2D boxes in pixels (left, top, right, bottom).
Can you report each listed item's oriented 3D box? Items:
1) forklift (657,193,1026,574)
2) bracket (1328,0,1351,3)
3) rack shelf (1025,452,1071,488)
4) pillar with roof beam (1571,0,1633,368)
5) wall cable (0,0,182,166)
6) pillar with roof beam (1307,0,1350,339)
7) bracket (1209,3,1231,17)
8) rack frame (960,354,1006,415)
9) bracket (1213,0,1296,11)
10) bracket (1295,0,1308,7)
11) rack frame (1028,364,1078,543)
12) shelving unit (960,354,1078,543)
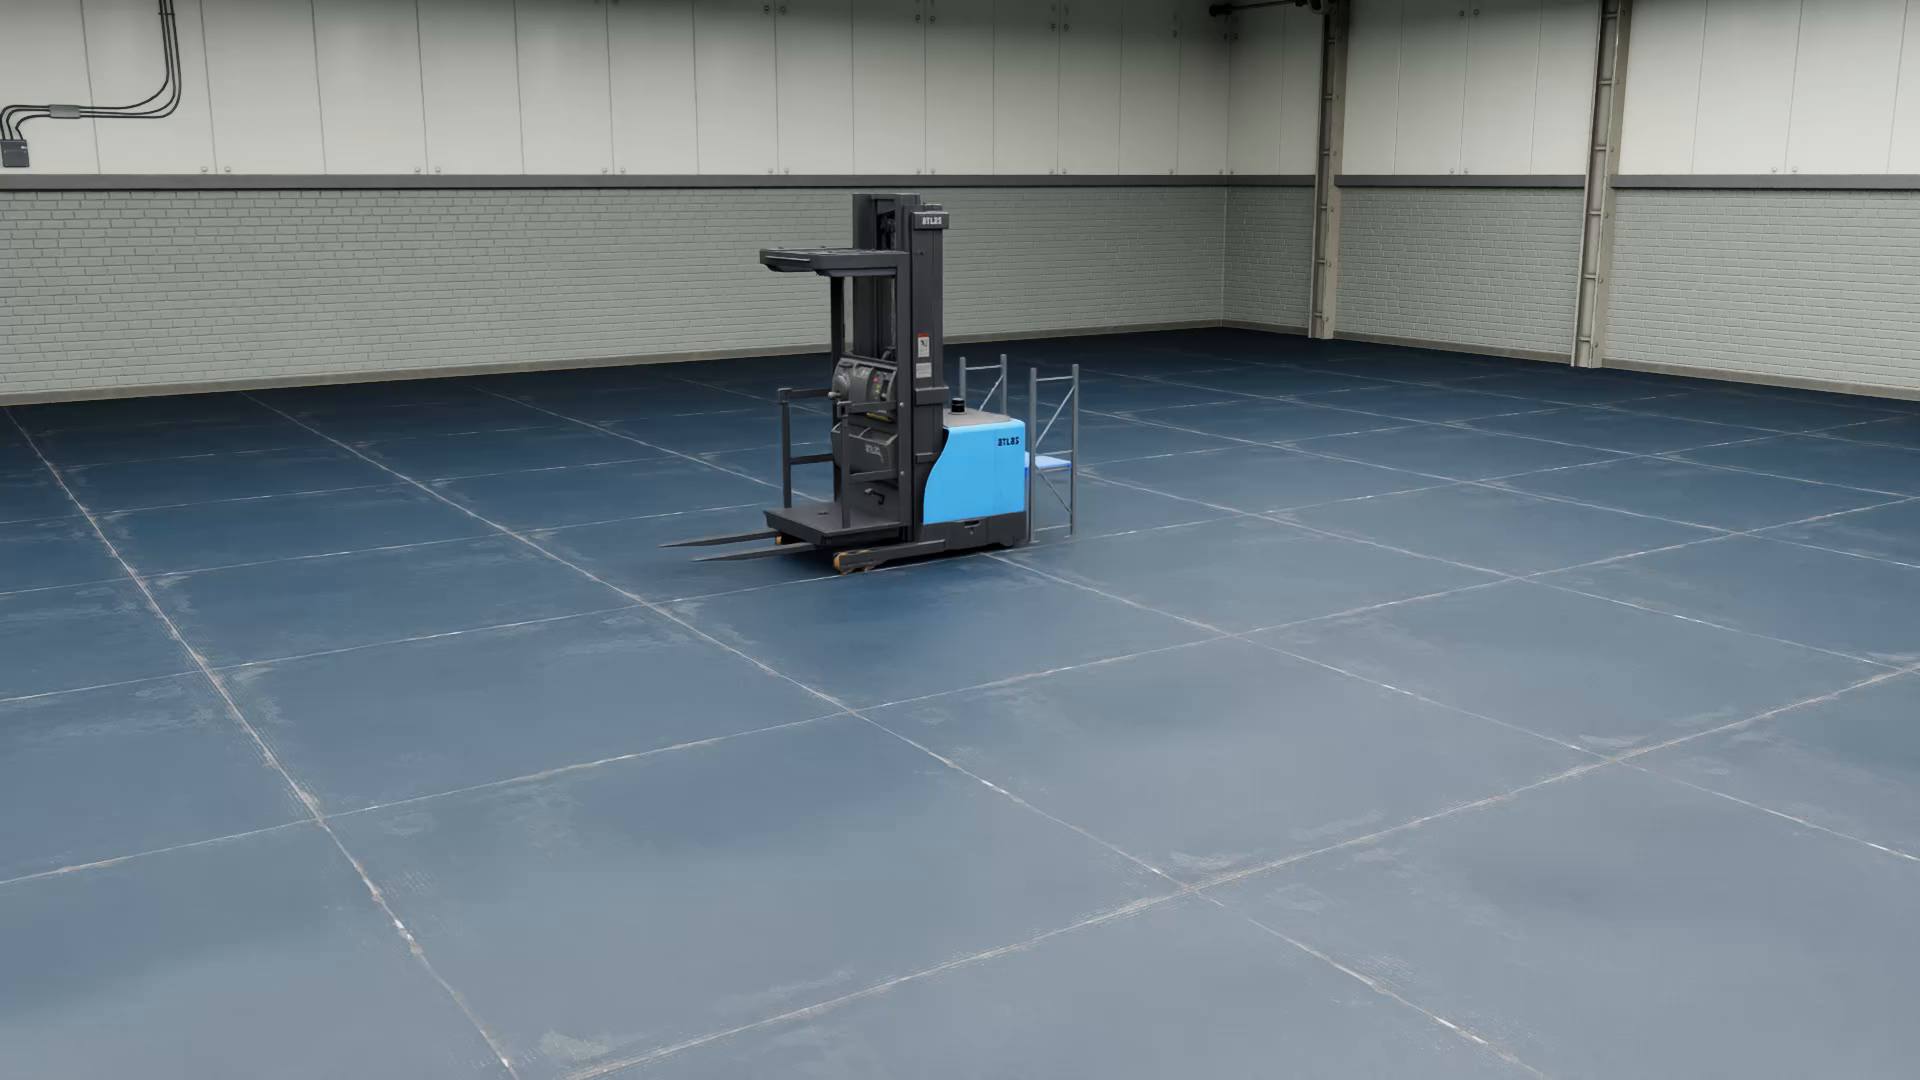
[{"bbox_3d":[-0.950,-1.295,13.421,3.031,2.935,1.130,-8,15,-33],"label":"forklift"},{"bbox_3d":[6.957,-9.970,30.463,0.235,0.232,0.430,-8,15,-33],"label":"bracket"},{"bbox_3d":[0.503,-0.649,14.661,0.538,0.185,1.000,-9,15,-35],"label":"rack shelf"},{"bbox_3d":[6.763,-6.751,24.167,9.100,9.000,0.400,-8,15,-33],"label":"pillar with roof beam"},{"bbox_3d":[-11.820,-8.062,22.201,2.305,6.003,0.169,-8,15,-33],"label":"wall cable"},{"bbox_3d":[3.439,-7.818,29.047,9.100,9.000,0.548,-8,15,-33],"label":"pillar with roof beam"},{"bbox_3d":[5.184,-10.539,33.065,0.235,0.232,0.430,-8,15,-33],"label":"bracket"},{"bbox_3d":[0.207,-0.913,15.027,0.500,1.500,0.032,-9,15,-35],"label":"rack frame"},{"bbox_3d":[5.512,-10.434,32.585,0.076,0.066,3.189,-8,15,-33],"label":"bracket"},{"bbox_3d":[6.497,-10.118,31.138,0.235,0.232,0.430,-8,15,-33],"label":"bracket"},{"bbox_3d":[0.799,-0.737,14.219,0.500,1.500,0.032,-9,15,-35],"label":"rack frame"},{"bbox_3d":[0.503,-0.825,14.623,0.538,1.500,1.048,-9,15,-35],"label":"shelving unit"}]
